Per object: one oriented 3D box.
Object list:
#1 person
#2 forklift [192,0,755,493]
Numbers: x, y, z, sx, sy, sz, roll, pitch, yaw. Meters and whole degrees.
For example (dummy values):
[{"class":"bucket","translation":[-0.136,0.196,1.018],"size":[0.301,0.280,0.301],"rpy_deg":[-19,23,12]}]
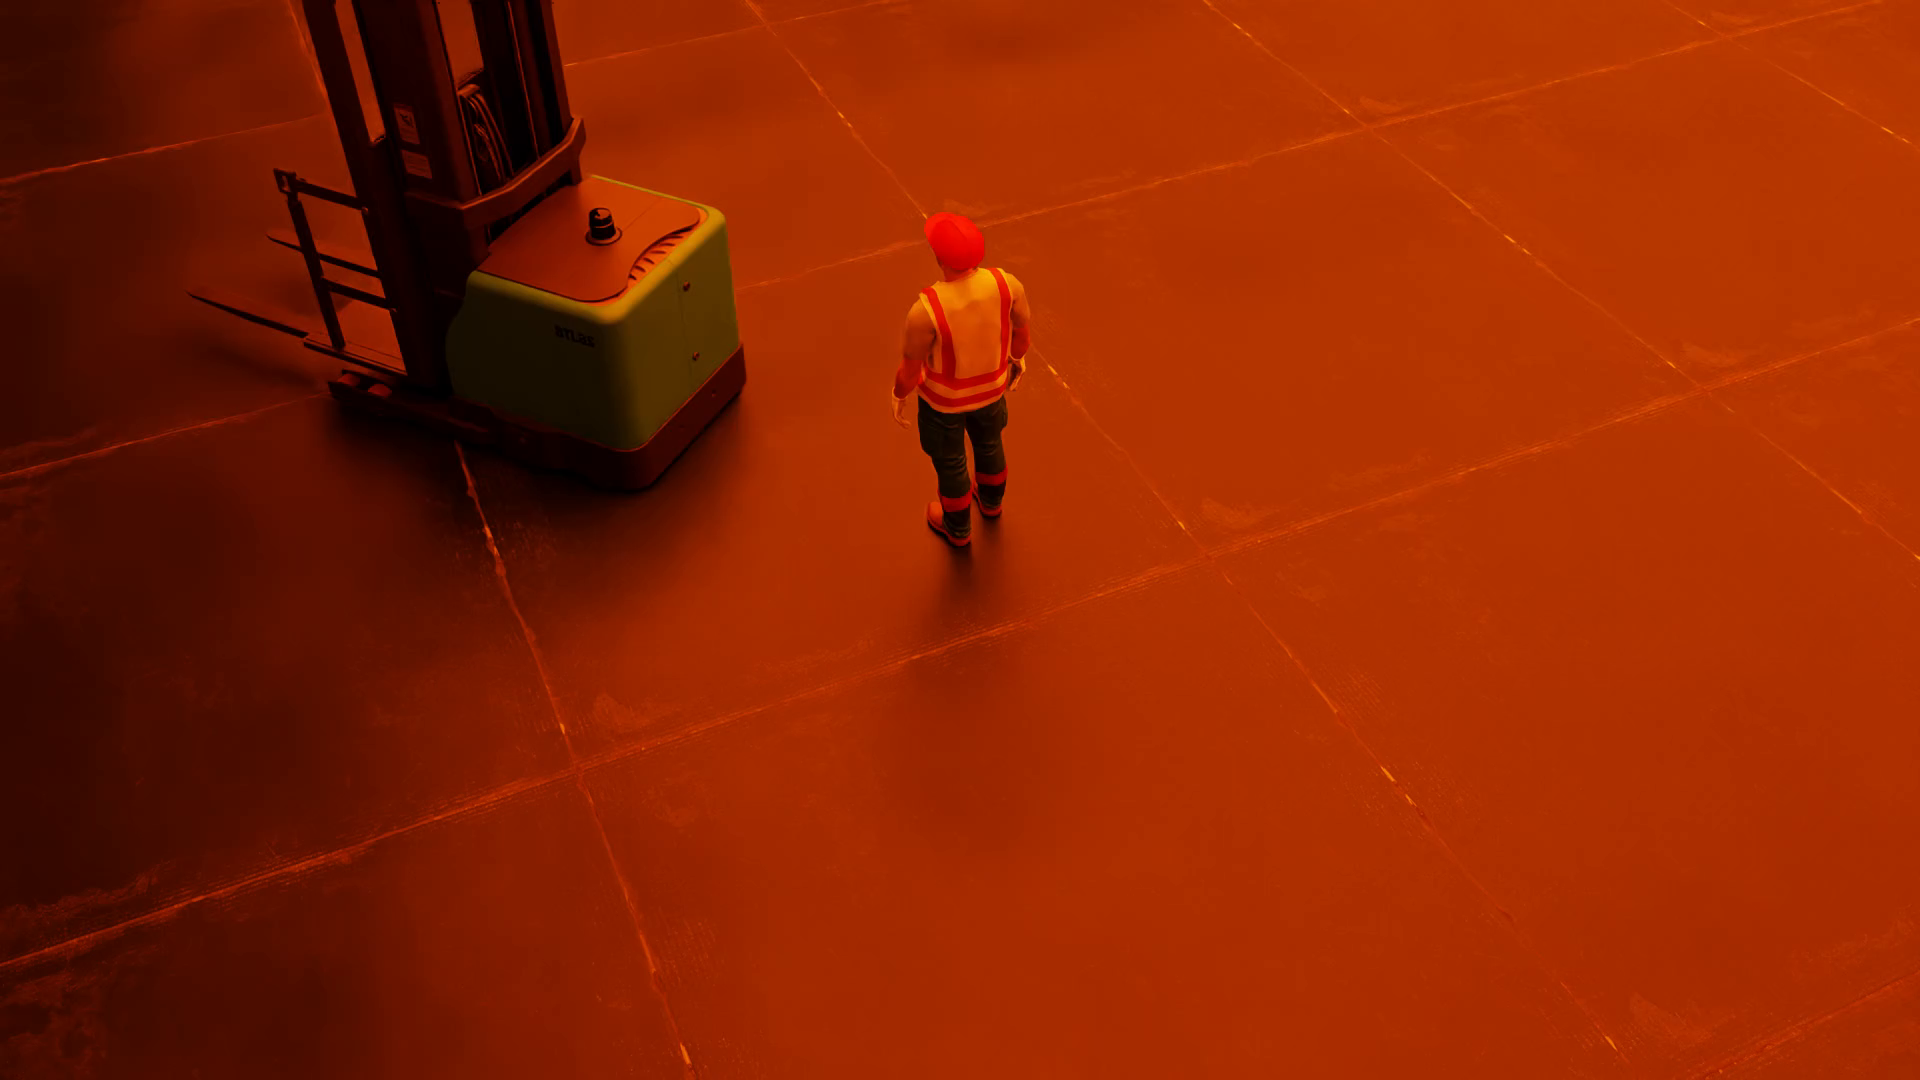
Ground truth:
[{"class":"person","translation":[-0.024,-0.712,7.270],"size":[0.638,1.789,0.562],"rpy_deg":[-18,46,-18]},{"class":"forklift","translation":[-2.616,-1.992,7.815],"size":[3.031,2.935,1.130],"rpy_deg":[18,46,19]}]
